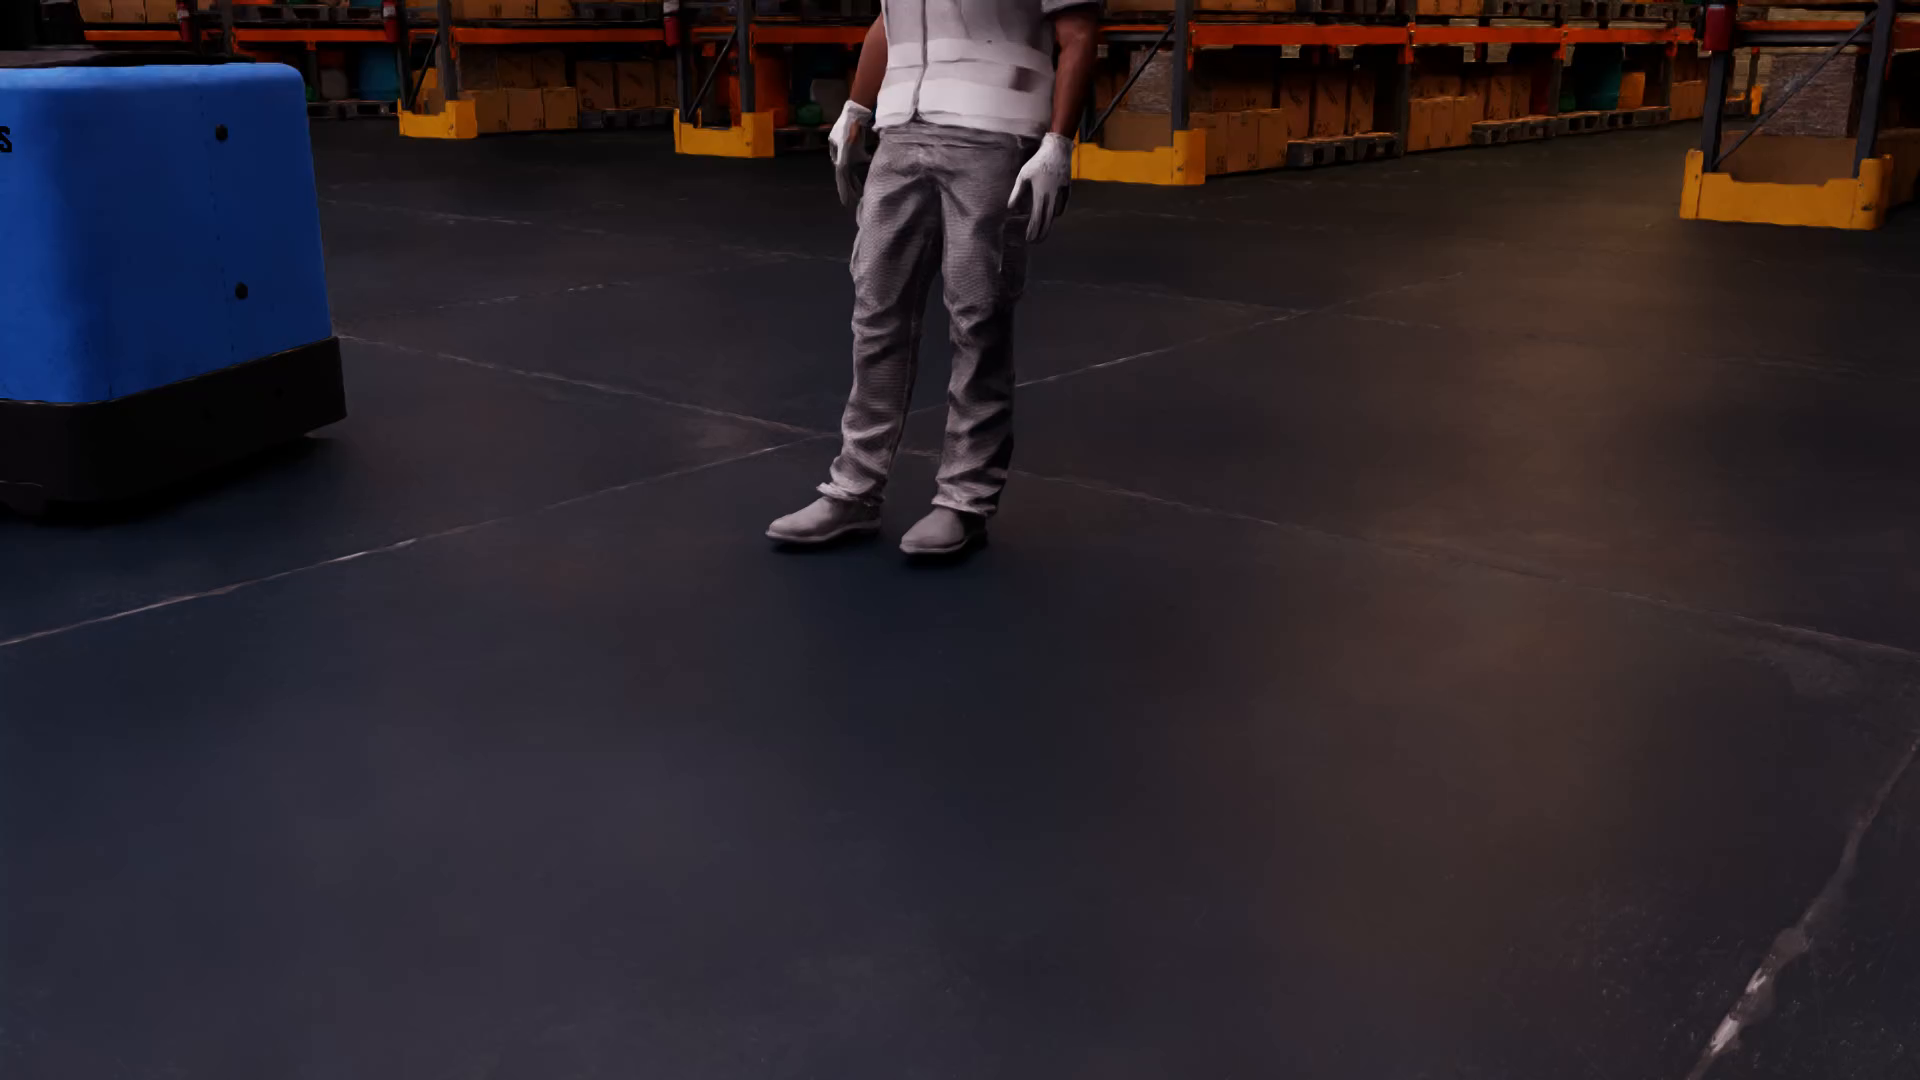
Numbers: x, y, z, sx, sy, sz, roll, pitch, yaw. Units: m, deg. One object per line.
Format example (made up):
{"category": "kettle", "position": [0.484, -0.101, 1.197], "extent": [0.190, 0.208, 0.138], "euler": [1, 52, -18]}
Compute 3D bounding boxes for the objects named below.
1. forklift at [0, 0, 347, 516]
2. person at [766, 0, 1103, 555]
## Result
{"category": "forklift", "position": [-3.375, -1.668, 4.392], "extent": [3.031, 2.935, 1.130], "euler": [4, 17, 13]}
{"category": "person", "position": [-0.052, -0.845, 3.632], "extent": [0.655, 1.782, 0.575], "euler": [13, 21, 37]}
